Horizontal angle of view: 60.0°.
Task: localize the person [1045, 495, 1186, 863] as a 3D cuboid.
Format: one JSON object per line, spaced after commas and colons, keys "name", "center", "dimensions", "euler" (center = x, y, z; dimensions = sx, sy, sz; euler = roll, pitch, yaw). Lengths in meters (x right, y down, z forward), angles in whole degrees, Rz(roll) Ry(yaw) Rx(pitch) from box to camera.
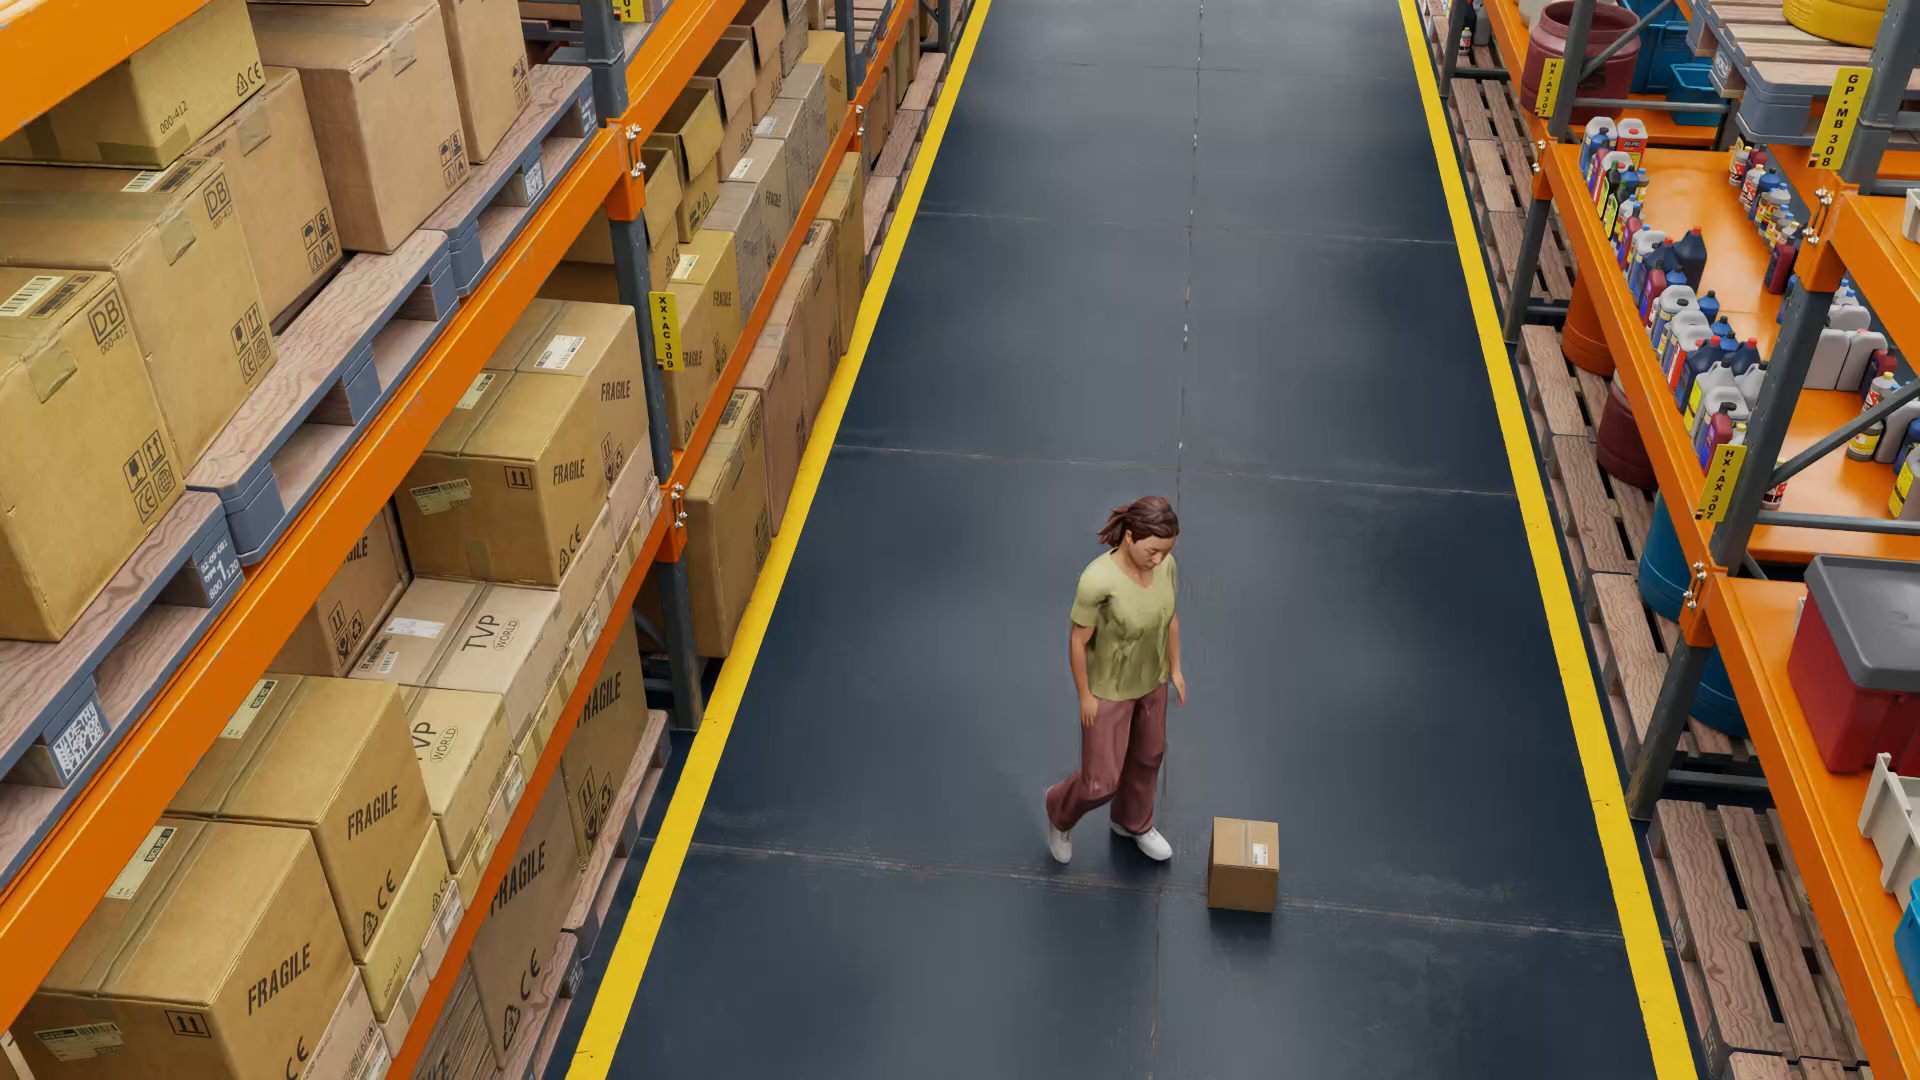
{"name": "person", "center": [0.607, 0.555, 6.259], "dimensions": [0.527, 1.677, 0.452], "euler": [-23, 42, -28]}
